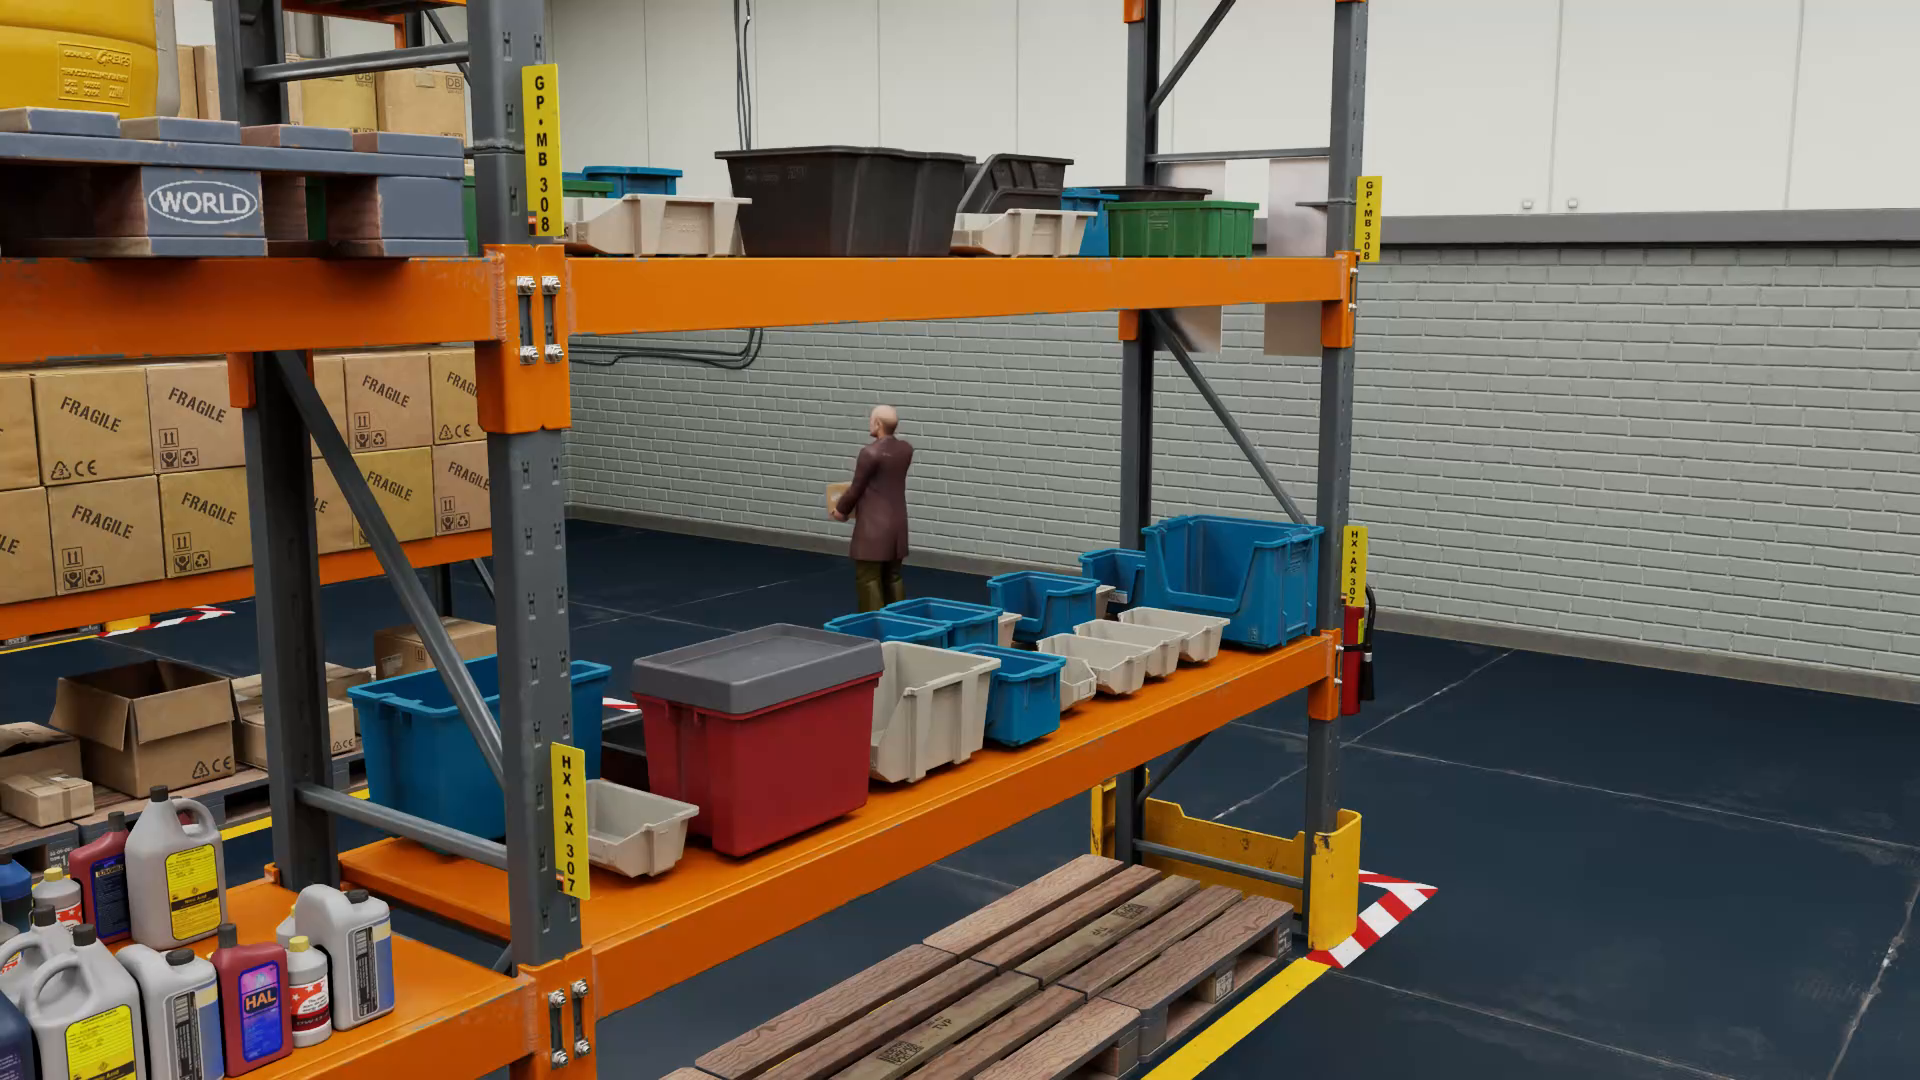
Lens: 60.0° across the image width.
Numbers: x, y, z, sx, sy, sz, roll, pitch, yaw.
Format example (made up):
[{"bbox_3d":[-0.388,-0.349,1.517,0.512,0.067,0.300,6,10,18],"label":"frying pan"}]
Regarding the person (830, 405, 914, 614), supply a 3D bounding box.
[{"bbox_3d":[-0.652,-0.101,12.043,0.545,1.776,0.527,7,12,36],"label":"person"}]
